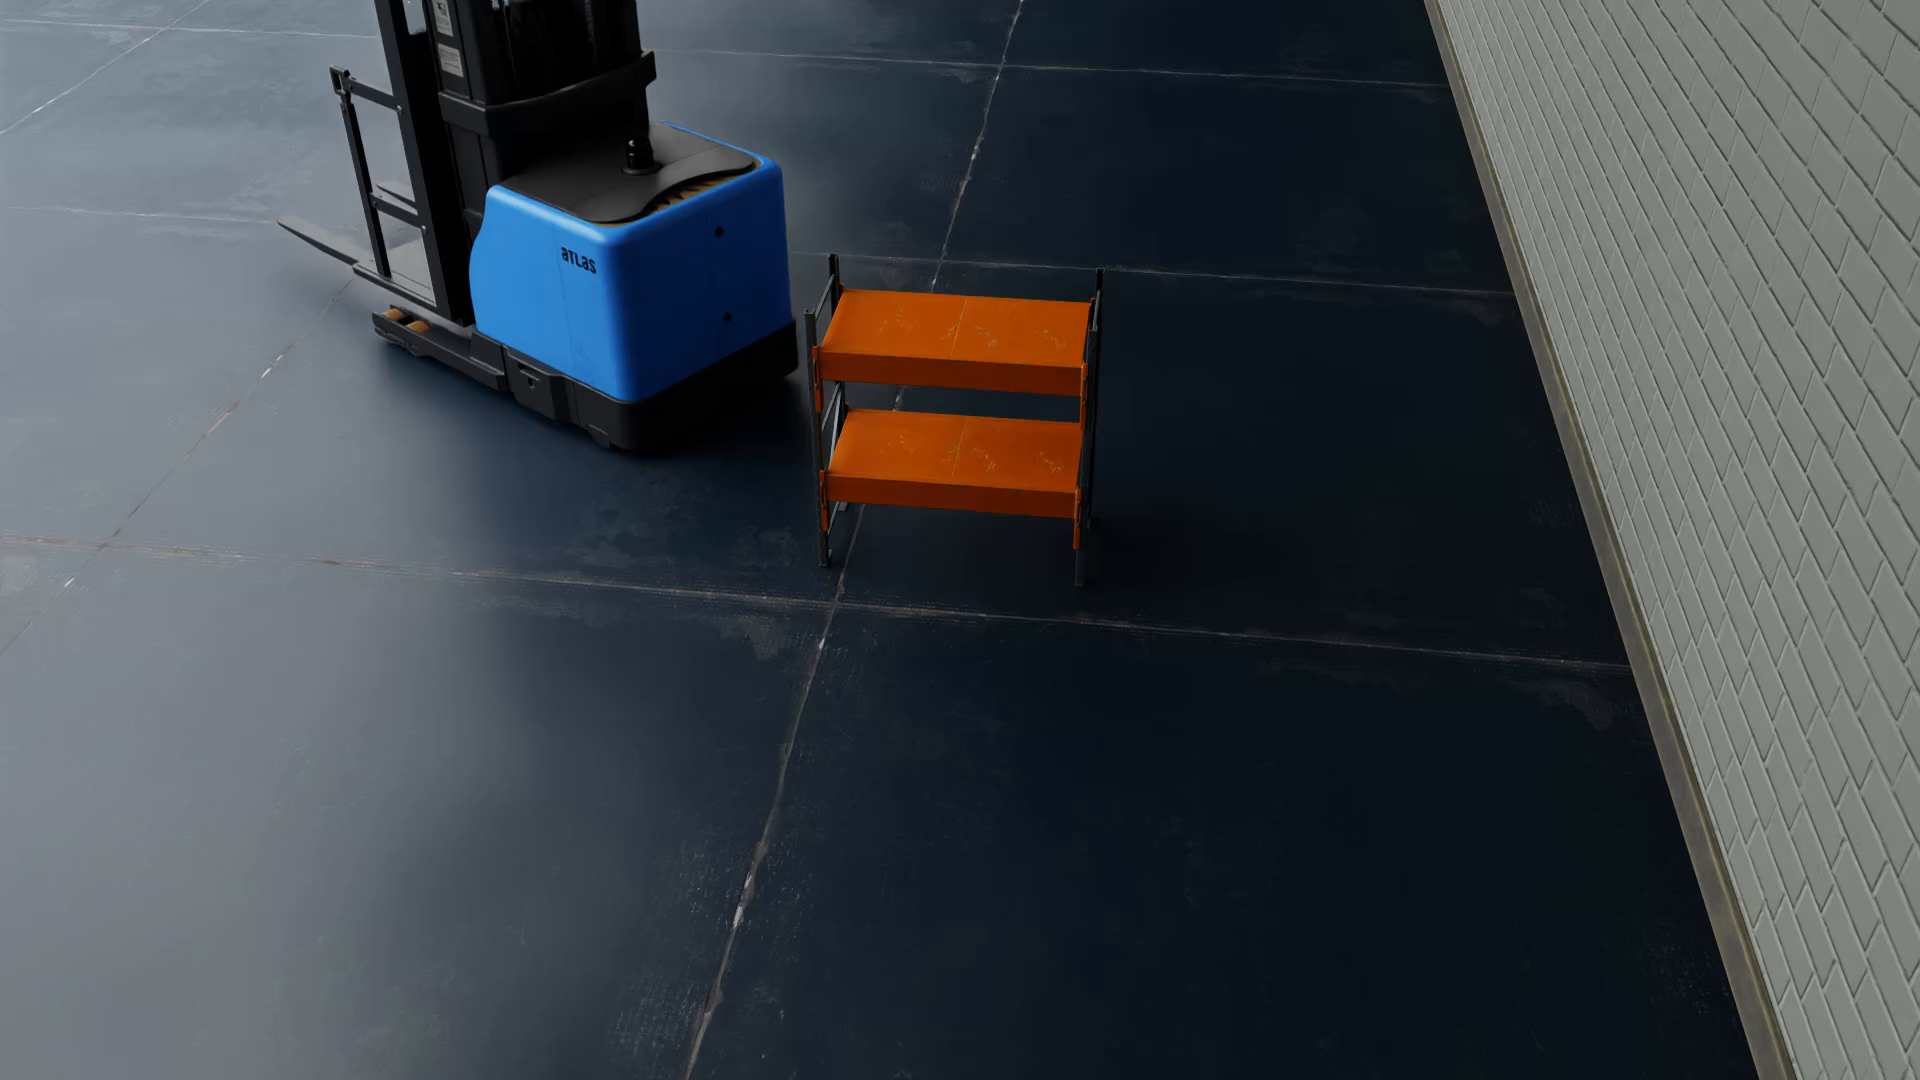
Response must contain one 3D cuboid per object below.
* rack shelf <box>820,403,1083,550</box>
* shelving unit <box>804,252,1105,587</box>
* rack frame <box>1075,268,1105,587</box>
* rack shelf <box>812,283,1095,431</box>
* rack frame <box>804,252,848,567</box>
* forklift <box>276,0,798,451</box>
[{"bbox_3d":[-0.007,-0.259,6.566,1.000,0.278,0.538,4,36,6],"label":"rack shelf"},{"bbox_3d":[-0.007,-0.458,6.424,1.048,1.125,0.538,4,36,6],"label":"shelving unit"},{"bbox_3d":[0.498,-0.421,6.371,0.032,1.125,0.500,4,36,6],"label":"rack frame"},{"bbox_3d":[-0.007,-0.697,6.254,1.000,0.278,0.538,4,36,6],"label":"rack shelf"},{"bbox_3d":[-0.511,-0.496,6.477,0.032,1.125,0.500,4,36,6],"label":"rack frame"},{"bbox_3d":[-2.214,-2.286,7.431,3.031,2.935,1.130,26,43,31],"label":"forklift"}]
